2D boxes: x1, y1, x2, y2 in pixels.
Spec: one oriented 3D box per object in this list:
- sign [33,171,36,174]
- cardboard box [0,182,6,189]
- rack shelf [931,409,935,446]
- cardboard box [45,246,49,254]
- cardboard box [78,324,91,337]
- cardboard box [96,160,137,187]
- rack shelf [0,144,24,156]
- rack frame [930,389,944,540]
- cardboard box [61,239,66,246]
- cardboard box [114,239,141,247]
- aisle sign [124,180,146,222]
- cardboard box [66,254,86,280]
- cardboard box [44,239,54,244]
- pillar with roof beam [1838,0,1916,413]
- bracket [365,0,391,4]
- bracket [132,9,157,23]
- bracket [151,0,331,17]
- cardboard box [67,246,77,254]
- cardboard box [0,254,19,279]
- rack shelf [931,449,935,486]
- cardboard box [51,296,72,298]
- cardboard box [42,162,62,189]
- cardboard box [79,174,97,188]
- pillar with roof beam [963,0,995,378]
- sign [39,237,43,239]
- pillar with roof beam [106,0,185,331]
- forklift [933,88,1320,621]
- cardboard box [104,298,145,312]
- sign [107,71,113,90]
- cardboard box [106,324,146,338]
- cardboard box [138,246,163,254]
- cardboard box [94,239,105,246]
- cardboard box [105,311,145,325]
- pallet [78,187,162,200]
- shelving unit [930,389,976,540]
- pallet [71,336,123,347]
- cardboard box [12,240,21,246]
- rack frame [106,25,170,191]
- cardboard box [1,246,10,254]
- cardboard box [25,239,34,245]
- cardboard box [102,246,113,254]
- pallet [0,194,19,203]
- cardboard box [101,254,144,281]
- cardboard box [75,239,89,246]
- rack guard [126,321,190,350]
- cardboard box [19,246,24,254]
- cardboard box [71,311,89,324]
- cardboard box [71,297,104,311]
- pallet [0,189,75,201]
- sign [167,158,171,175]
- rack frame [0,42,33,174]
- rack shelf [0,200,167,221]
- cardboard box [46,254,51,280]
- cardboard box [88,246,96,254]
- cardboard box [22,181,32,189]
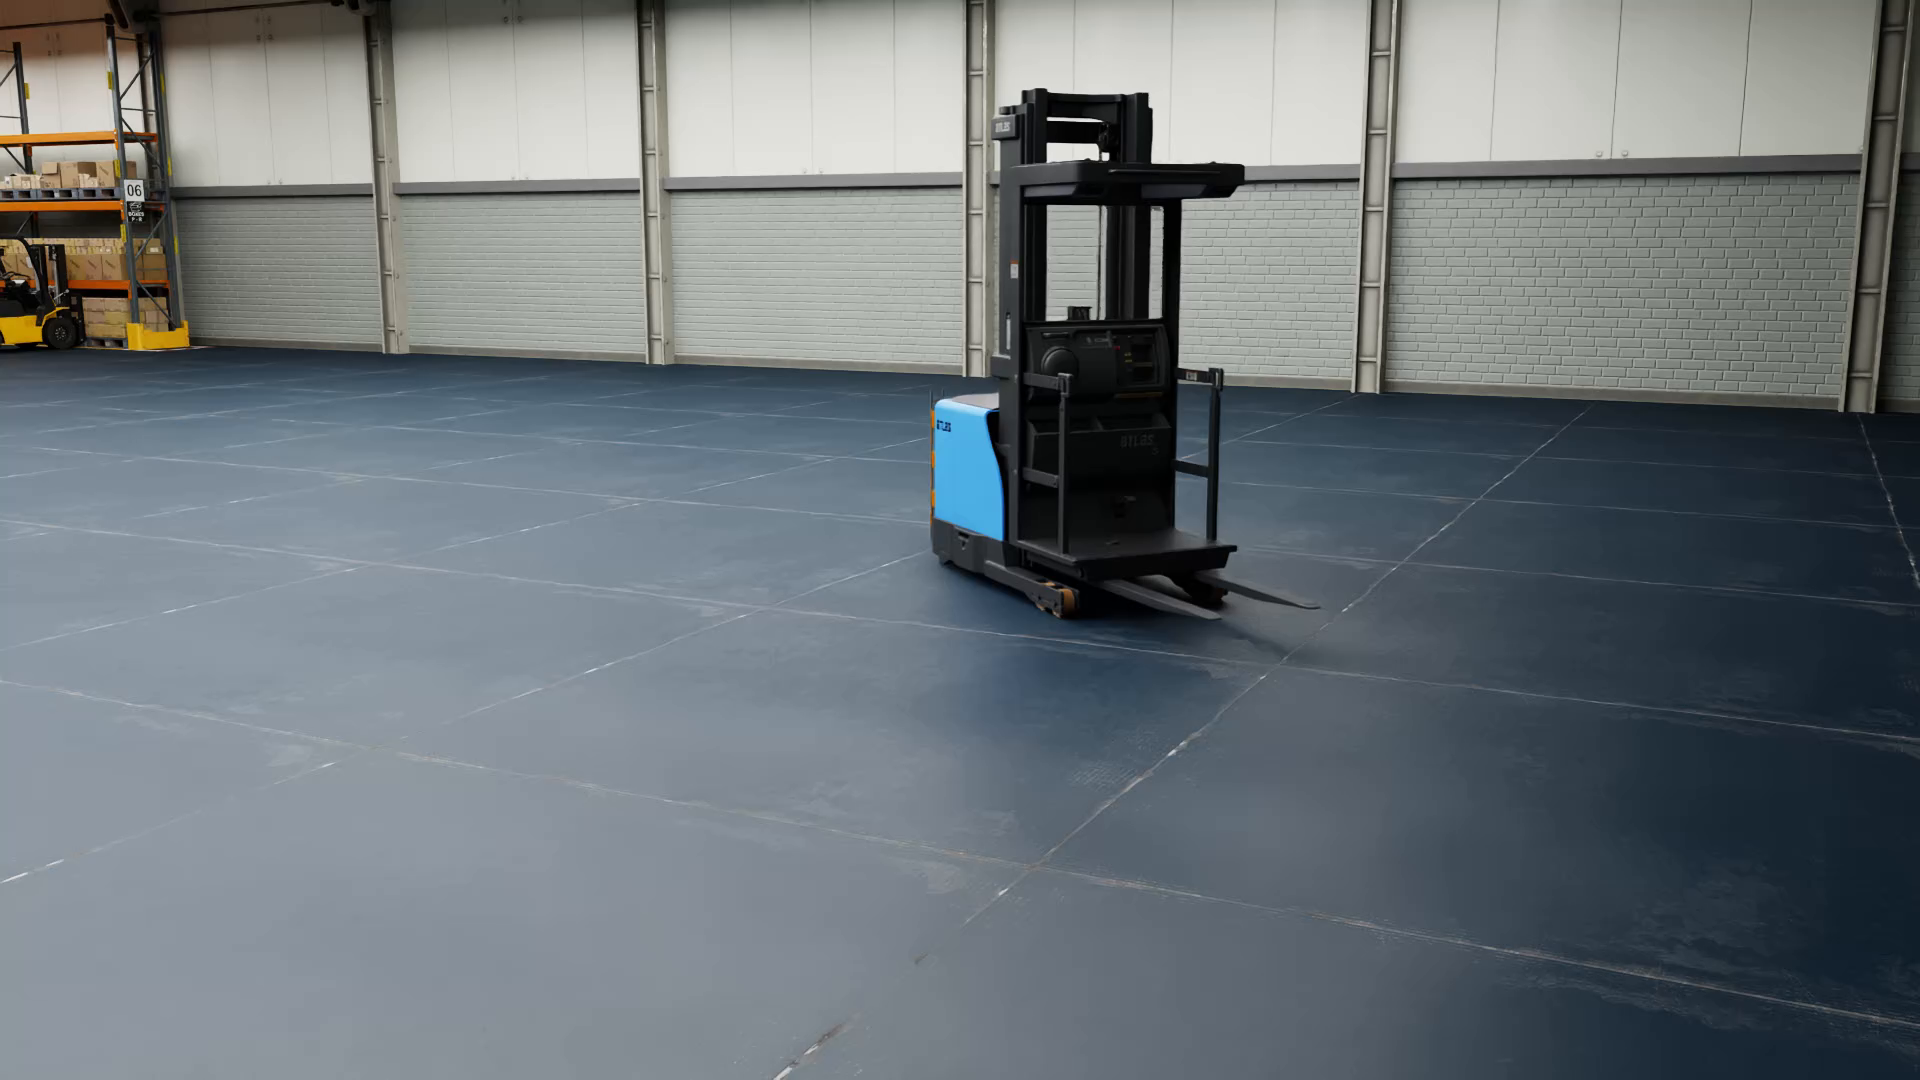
[{"bbox_3d":[-18.977,-7.399,34.092,0.005,0.325,0.100,5,11,26],"label":"sign"},{"bbox_3d":[-18.953,-7.065,33.168,0.250,0.149,0.380,5,12,27],"label":"cardboard box"},{"bbox_3d":[-0.048,-0.790,11.611,0.240,0.259,0.215,5,11,26],"label":"rack shelf"},{"bbox_3d":[-17.917,-5.737,32.902,0.250,0.149,0.380,5,11,24],"label":"cardboard box"},{"bbox_3d":[-17.082,-4.147,32.765,0.500,0.250,0.500,5,11,26],"label":"cardboard box"},{"bbox_3d":[-16.139,-7.003,31.836,0.500,0.500,0.500,5,12,28],"label":"cardboard box"},{"bbox_3d":[-21.015,-8.100,34.358,4.000,0.370,1.077,5,11,26],"label":"rack shelf"},{"bbox_3d":[-0.157,-0.530,11.713,0.008,1.050,0.200,5,11,26],"label":"rack frame"},{"bbox_3d":[-17.427,-5.855,32.720,0.250,0.149,0.380,5,11,27],"label":"cardboard box"},{"bbox_3d":[-16.049,-5.735,32.057,0.250,0.149,0.380,5,11,26],"label":"cardboard box"},{"bbox_3d":[-15.705,-6.453,31.661,0.004,0.787,0.394,5,11,26],"label":"aisle sign"},{"bbox_3d":[-17.113,-5.354,32.611,0.500,0.500,0.500,5,11,25],"label":"cardboard box"},{"bbox_3d":[-17.877,-5.894,32.938,0.250,0.149,0.380,5,11,26],"label":"cardboard box"},{"bbox_3d":[9.139,-5.325,15.884,0.400,9.000,9.100,5,11,26],"label":"pillar with roof beam"},{"bbox_3d":[-10.264,-9.585,29.318,0.430,0.232,0.235,5,11,26],"label":"bracket"},{"bbox_3d":[-15.645,-10.058,31.930,0.430,0.232,0.235,5,11,26],"label":"bracket"},{"bbox_3d":[-13.319,-9.854,30.801,4.783,0.066,0.076,5,11,26],"label":"bracket"},{"bbox_3d":[-17.230,-5.674,32.555,0.250,0.149,0.380,5,11,26],"label":"cardboard box"},{"bbox_3d":[-18.939,-5.513,33.490,0.500,0.500,0.500,5,11,24],"label":"cardboard box"},{"bbox_3d":[-0.048,-0.510,11.662,0.240,0.259,0.215,5,11,26],"label":"rack shelf"},{"bbox_3d":[-18.021,-4.719,33.115,0.500,0.250,0.500,5,12,28],"label":"cardboard box"},{"bbox_3d":[-17.521,-7.153,32.658,0.637,0.503,0.797,5,12,28],"label":"cardboard box"},{"bbox_3d":[-16.739,-6.928,32.082,0.258,0.266,0.396,5,11,26],"label":"cardboard box"},{"bbox_3d":[-1.623,-6.270,21.109,0.400,9.000,9.100,5,11,26],"label":"pillar with roof beam"},{"bbox_3d":[-18.977,-6.094,34.329,0.005,0.325,0.100,5,11,26],"label":"sign"},{"bbox_3d":[-17.765,-7.689,28.946,0.548,9.000,9.100,5,11,26],"label":"pillar with roof beam"},{"bbox_3d":[0.909,-1.096,9.555,1.130,2.935,3.031,-5,11,-25],"label":"forklift"},{"bbox_3d":[-16.185,-4.558,32.224,0.500,0.250,0.500,5,12,28],"label":"cardboard box"},{"bbox_3d":[-15.887,-8.591,31.083,0.005,0.325,0.100,5,11,26],"label":"sign"},{"bbox_3d":[-16.195,-4.066,32.314,0.500,0.250,0.500,5,11,26],"label":"cardboard box"},{"bbox_3d":[-15.824,-5.662,32.491,0.250,0.149,0.380,5,11,24],"label":"cardboard box"},{"bbox_3d":[-16.530,-5.766,32.227,0.250,0.149,0.380,5,12,27],"label":"cardboard box"},{"bbox_3d":[-16.209,-4.314,32.280,0.500,0.250,0.500,5,11,25],"label":"cardboard box"},{"bbox_3d":[-16.257,-6.718,32.252,1.213,0.211,1.003,5,11,26],"label":"pallet"},{"bbox_3d":[-0.048,-0.521,11.660,0.252,1.050,0.215,5,11,26],"label":"shelving unit"},{"bbox_3d":[-17.429,-4.003,33.257,1.213,0.211,1.003,5,11,26],"label":"pallet"},{"bbox_3d":[-18.784,-5.980,33.410,0.250,0.149,0.380,5,11,27],"label":"cardboard box"},{"bbox_3d":[-15.634,-8.178,31.646,0.127,3.000,1.000,5,11,26],"label":"rack frame"},{"bbox_3d":[-19.052,-5.842,33.485,0.250,0.149,0.380,5,11,25],"label":"cardboard box"},{"bbox_3d":[-18.374,-5.921,33.088,0.250,0.149,0.380,5,12,27],"label":"cardboard box"},{"bbox_3d":[-16.312,-5.592,32.103,0.250,0.149,0.380,5,12,27],"label":"cardboard box"},{"bbox_3d":[-20.018,-6.990,34.045,1.217,0.209,0.805,5,11,24],"label":"pallet"},{"bbox_3d":[-16.192,-5.272,32.154,0.500,0.500,0.500,5,11,25],"label":"cardboard box"},{"bbox_3d":[-17.003,-5.800,32.417,0.250,0.149,0.380,5,12,27],"label":"cardboard box"},{"bbox_3d":[-15.613,-3.994,32.393,0.348,0.500,1.175,5,11,26],"label":"rack guard"},{"bbox_3d":[-18.573,-5.806,33.284,0.250,0.149,0.380,5,11,26],"label":"cardboard box"},{"bbox_3d":[-17.126,-4.392,32.714,0.500,0.250,0.500,5,11,25],"label":"cardboard box"},{"bbox_3d":[-17.103,-4.635,32.652,0.500,0.250,0.500,5,11,27],"label":"cardboard box"},{"bbox_3d":[-18.445,-6.910,33.314,1.213,0.211,1.003,5,11,26],"label":"pallet"},{"bbox_3d":[-15.383,-7.259,32.316,0.005,0.325,0.100,5,11,26],"label":"sign"},{"bbox_3d":[-19.221,-8.493,33.388,0.127,3.000,1.000,5,11,26],"label":"rack frame"},{"bbox_3d":[-17.428,-6.505,32.848,4.000,0.370,1.077,5,11,26],"label":"rack shelf"},{"bbox_3d":[-18.010,-5.435,33.058,0.500,0.500,0.500,5,11,25],"label":"cardboard box"},{"bbox_3d":[-16.734,-5.643,32.388,0.250,0.149,0.380,5,11,25],"label":"cardboard box"},{"bbox_3d":[-18.264,-7.005,32.833,0.250,0.149,0.380,5,12,28],"label":"cardboard box"}]
